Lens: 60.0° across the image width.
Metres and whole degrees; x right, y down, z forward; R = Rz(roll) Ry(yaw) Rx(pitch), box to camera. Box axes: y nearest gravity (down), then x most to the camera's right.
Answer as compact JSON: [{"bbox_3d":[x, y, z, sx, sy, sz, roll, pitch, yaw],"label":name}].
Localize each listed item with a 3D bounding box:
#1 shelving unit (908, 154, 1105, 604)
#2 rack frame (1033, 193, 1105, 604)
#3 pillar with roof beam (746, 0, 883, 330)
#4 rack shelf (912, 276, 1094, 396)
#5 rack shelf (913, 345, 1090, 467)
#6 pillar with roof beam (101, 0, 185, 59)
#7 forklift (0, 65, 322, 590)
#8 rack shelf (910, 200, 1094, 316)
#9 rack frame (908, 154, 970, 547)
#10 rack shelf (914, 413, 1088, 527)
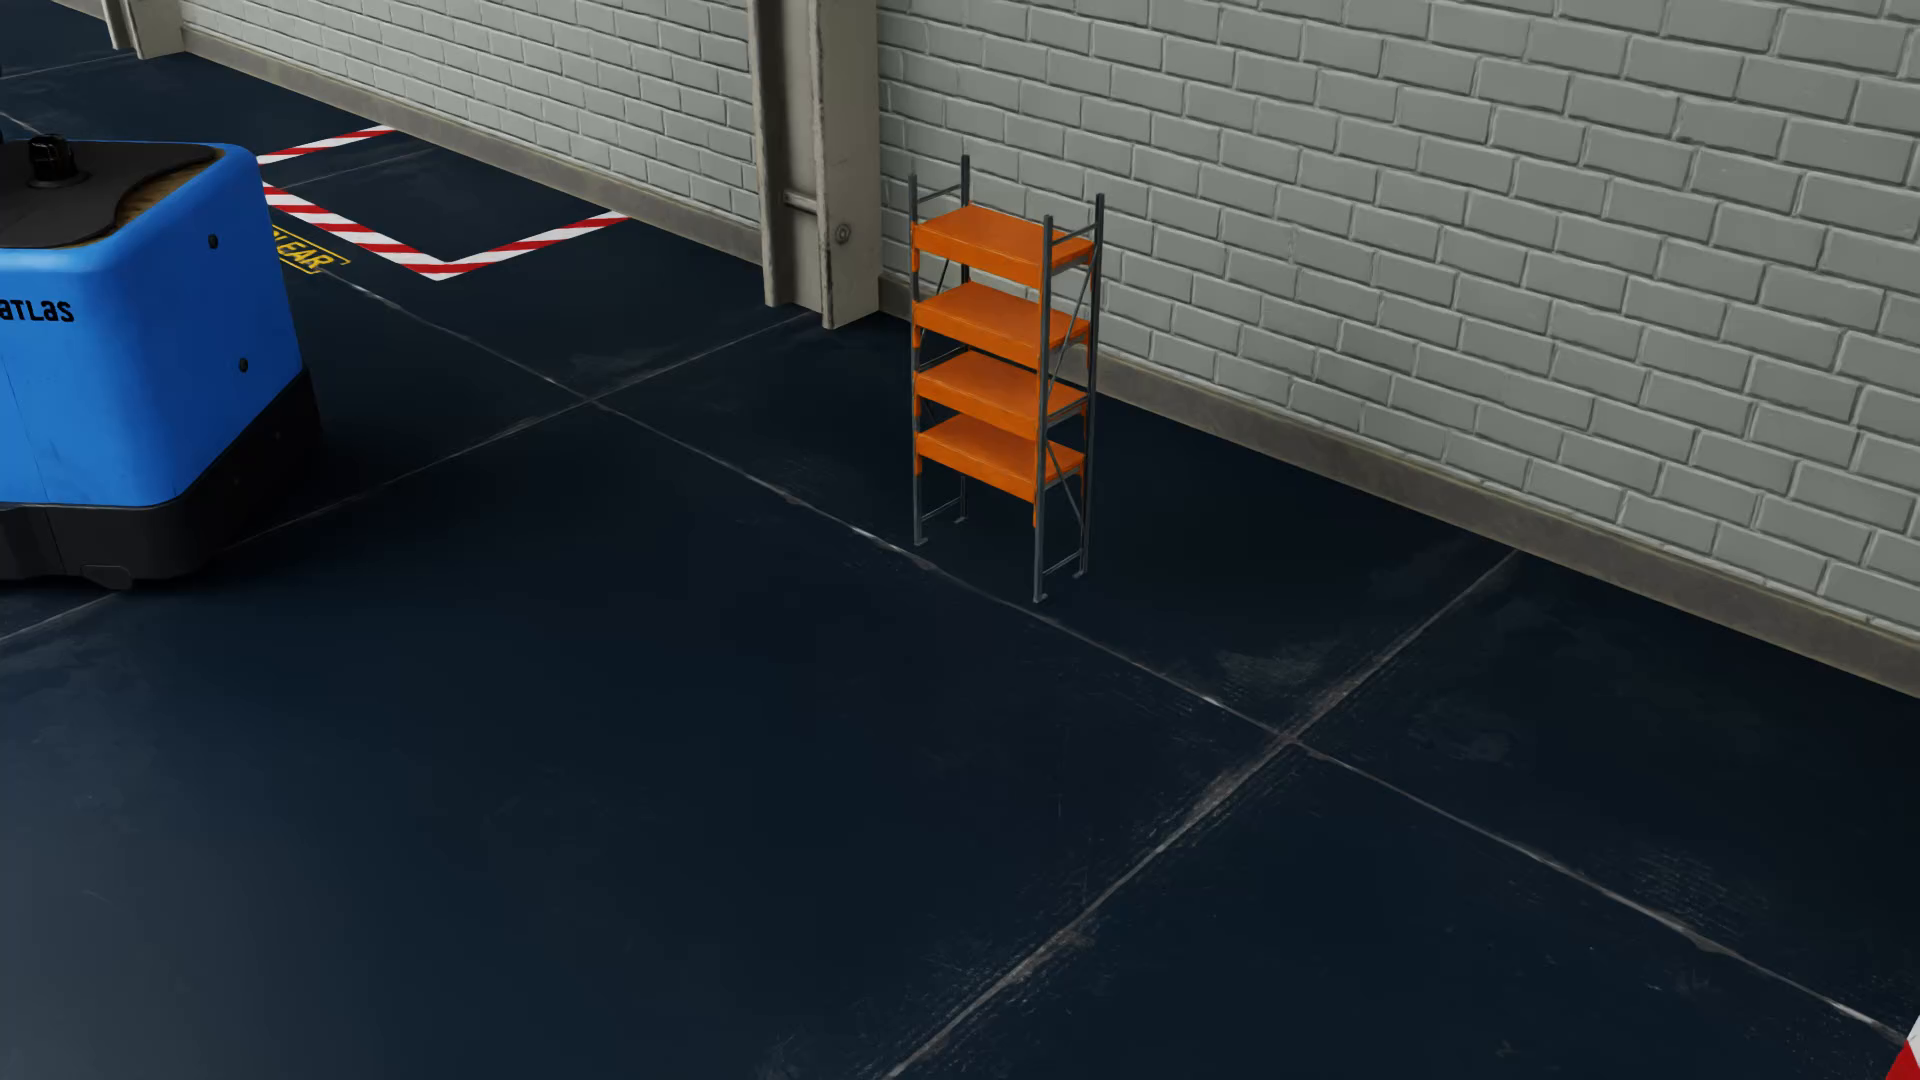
[{"bbox_3d":[0.123,-0.457,4.845,0.503,1.200,0.258,25,39,35],"label":"shelving unit"},{"bbox_3d":[0.304,-0.372,4.705,0.015,1.200,0.240,25,39,35],"label":"rack frame"},{"bbox_3d":[-3.447,-3.175,1.800,0.400,9.000,9.100,25,39,35],"label":"pillar with roof beam"},{"bbox_3d":[0.123,-0.591,4.765,0.480,0.148,0.258,25,39,35],"label":"rack shelf"},{"bbox_3d":[0.123,-0.399,4.880,0.480,0.148,0.258,25,39,35],"label":"rack shelf"},{"bbox_3d":[-7.896,-5.252,5.249,0.400,9.000,9.100,25,39,35],"label":"pillar with roof beam"},{"bbox_3d":[-3.743,-1.402,4.737,3.031,2.935,1.130,2,31,4],"label":"forklift"},{"bbox_3d":[0.123,-0.793,4.643,0.480,0.148,0.258,25,39,35],"label":"rack shelf"},{"bbox_3d":[-0.058,-0.541,4.986,0.015,1.200,0.240,25,39,35],"label":"rack frame"},{"bbox_3d":[0.123,-0.229,4.982,0.480,0.148,0.258,25,39,35],"label":"rack shelf"}]
